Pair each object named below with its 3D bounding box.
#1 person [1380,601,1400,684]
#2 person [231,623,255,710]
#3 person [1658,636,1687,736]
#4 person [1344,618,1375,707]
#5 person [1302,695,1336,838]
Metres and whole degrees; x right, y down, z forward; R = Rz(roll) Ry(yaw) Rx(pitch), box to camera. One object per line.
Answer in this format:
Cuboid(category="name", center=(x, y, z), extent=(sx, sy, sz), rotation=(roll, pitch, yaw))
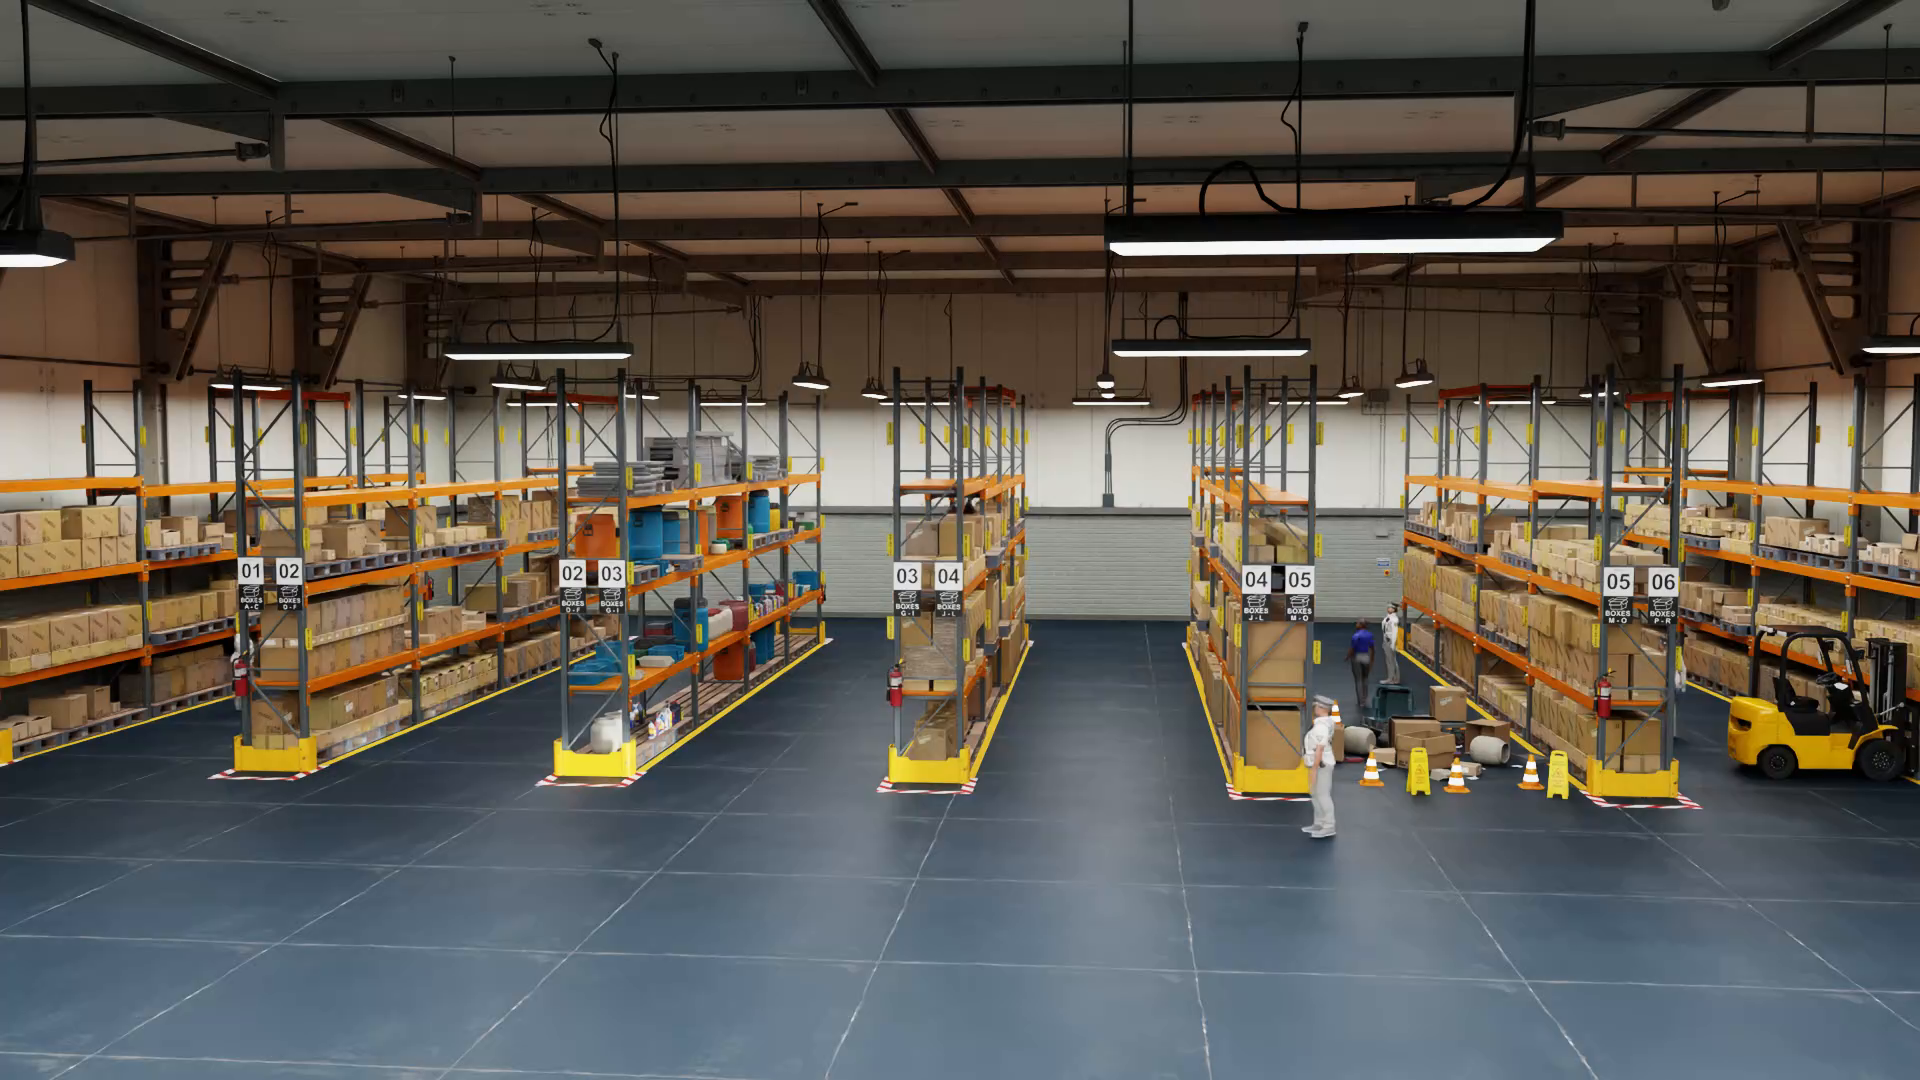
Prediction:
Cuboid(category="person", center=(8.726, 2.070, 33.683), extent=(0.388, 1.696, 0.533), rotation=(2, 4, 23))
Cuboid(category="person", center=(-13.055, 2.294, 30.375), extent=(0.511, 1.693, 0.466), rotation=(3, 5, 43))
Cuboid(category="person", center=(11.888, 2.471, 27.883), extent=(0.629, 1.713, 0.625), rotation=(0, 4, 4))
Cuboid(category="person", center=(7.384, 2.266, 30.719), extent=(0.540, 1.674, 0.732), rotation=(0, 4, 1))
Cuboid(category="person", center=(4.481, 2.828, 20.879), extent=(0.444, 1.779, 0.634), rotation=(0, 4, -2))
